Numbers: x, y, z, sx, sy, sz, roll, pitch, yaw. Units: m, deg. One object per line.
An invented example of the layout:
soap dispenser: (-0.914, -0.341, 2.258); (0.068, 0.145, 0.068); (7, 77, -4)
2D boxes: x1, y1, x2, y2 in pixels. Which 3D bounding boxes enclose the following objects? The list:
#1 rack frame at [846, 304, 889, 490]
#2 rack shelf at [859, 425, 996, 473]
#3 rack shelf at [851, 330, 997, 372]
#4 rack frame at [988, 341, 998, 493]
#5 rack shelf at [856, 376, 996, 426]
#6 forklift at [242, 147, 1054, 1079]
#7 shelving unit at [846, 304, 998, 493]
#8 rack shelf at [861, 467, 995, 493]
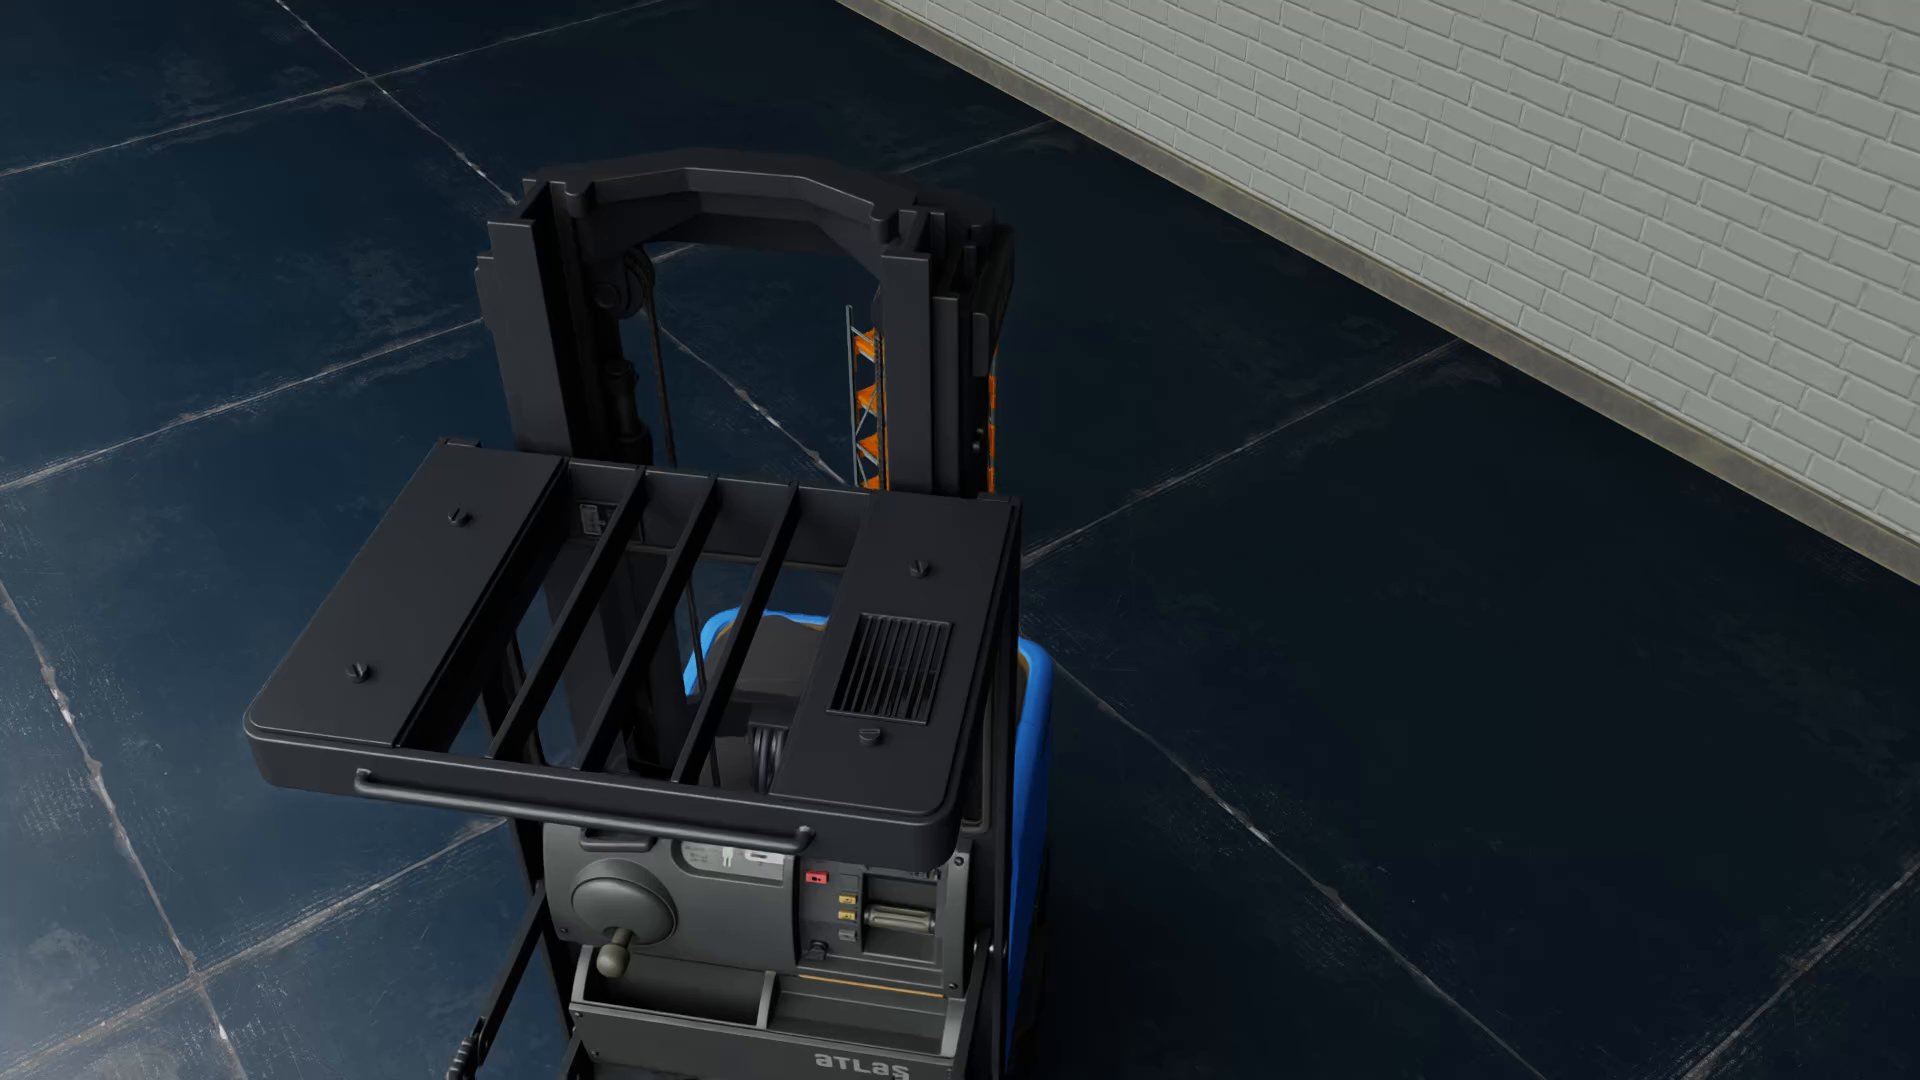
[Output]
rack frame: (-0.325, -0.306, 6.177); (0.015, 1.200, 0.240); (-26, 46, -28)
rack shelf: (-0.131, -0.348, 6.334); (0.480, 0.148, 0.258); (-26, 46, -28)
rack shelf: (-0.131, -0.704, 6.042); (0.480, 0.148, 0.258); (-26, 46, -28)
rack frame: (0.062, -0.494, 6.406); (0.015, 1.200, 0.240); (-26, 46, -28)
rack shelf: (-0.131, -0.521, 6.192); (0.480, 0.148, 0.258); (-26, 46, -28)
forklift: (-0.475, 0.851, 3.402); (1.130, 2.935, 3.031); (6, 40, 7)
shelving unit: (-0.131, -0.400, 6.291); (0.503, 1.200, 0.258); (-26, 46, -28)
rack shelf: (-0.131, -0.194, 6.460); (0.480, 0.148, 0.258); (-26, 46, -28)
